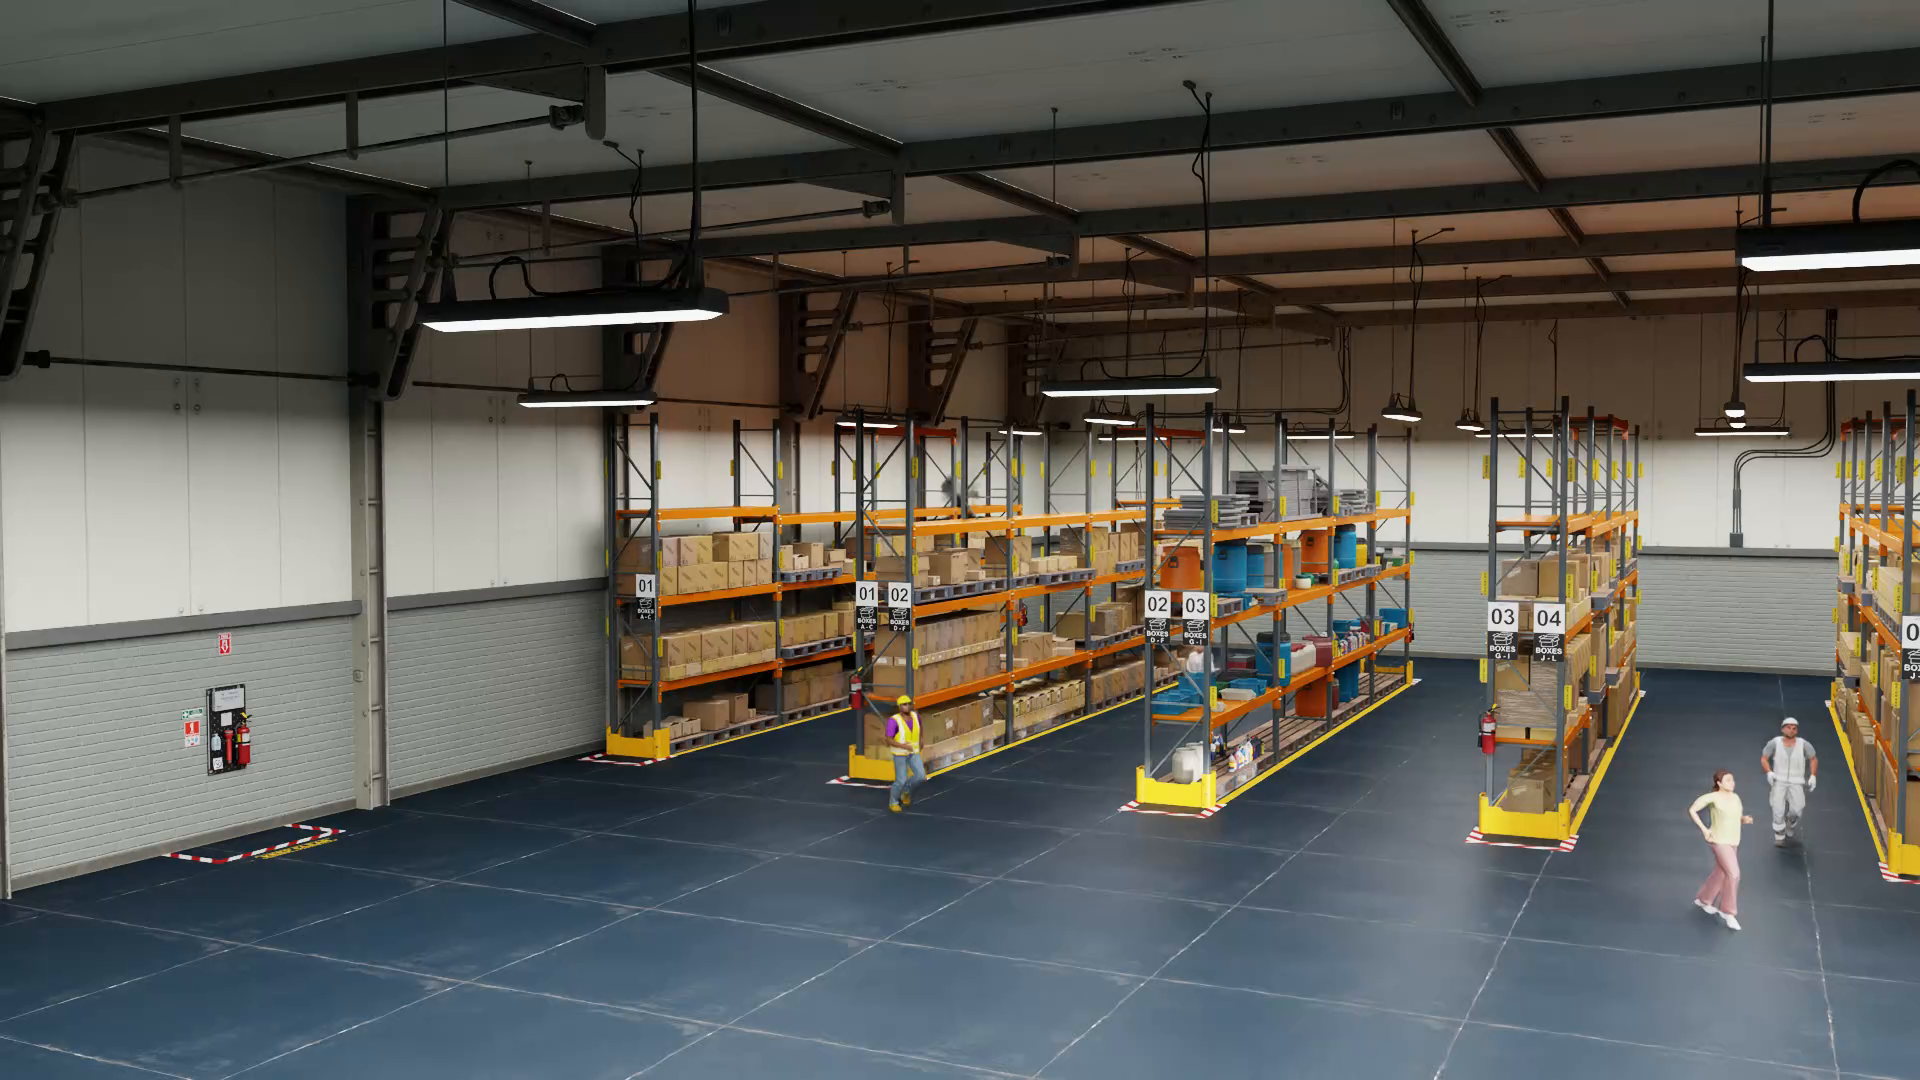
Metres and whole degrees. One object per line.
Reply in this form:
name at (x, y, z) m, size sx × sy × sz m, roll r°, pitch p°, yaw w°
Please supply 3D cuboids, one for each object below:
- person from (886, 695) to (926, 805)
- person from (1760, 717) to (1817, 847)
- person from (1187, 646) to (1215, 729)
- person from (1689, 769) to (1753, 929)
person at (-0.760, 3.078, 24.222) m, size 0.731 × 1.650 × 0.743 m, roll -1°, pitch 3°, yaw -32°
person at (10.971, 3.207, 22.011) m, size 0.685 × 1.726 × 0.556 m, roll 1°, pitch 3°, yaw 23°
person at (4.687, 2.800, 32.528) m, size 0.611 × 1.682 × 0.886 m, roll 1°, pitch 3°, yaw 23°
person at (8.450, 3.396, 18.441) m, size 0.560 × 1.725 × 0.711 m, roll -1°, pitch 3°, yaw -25°
